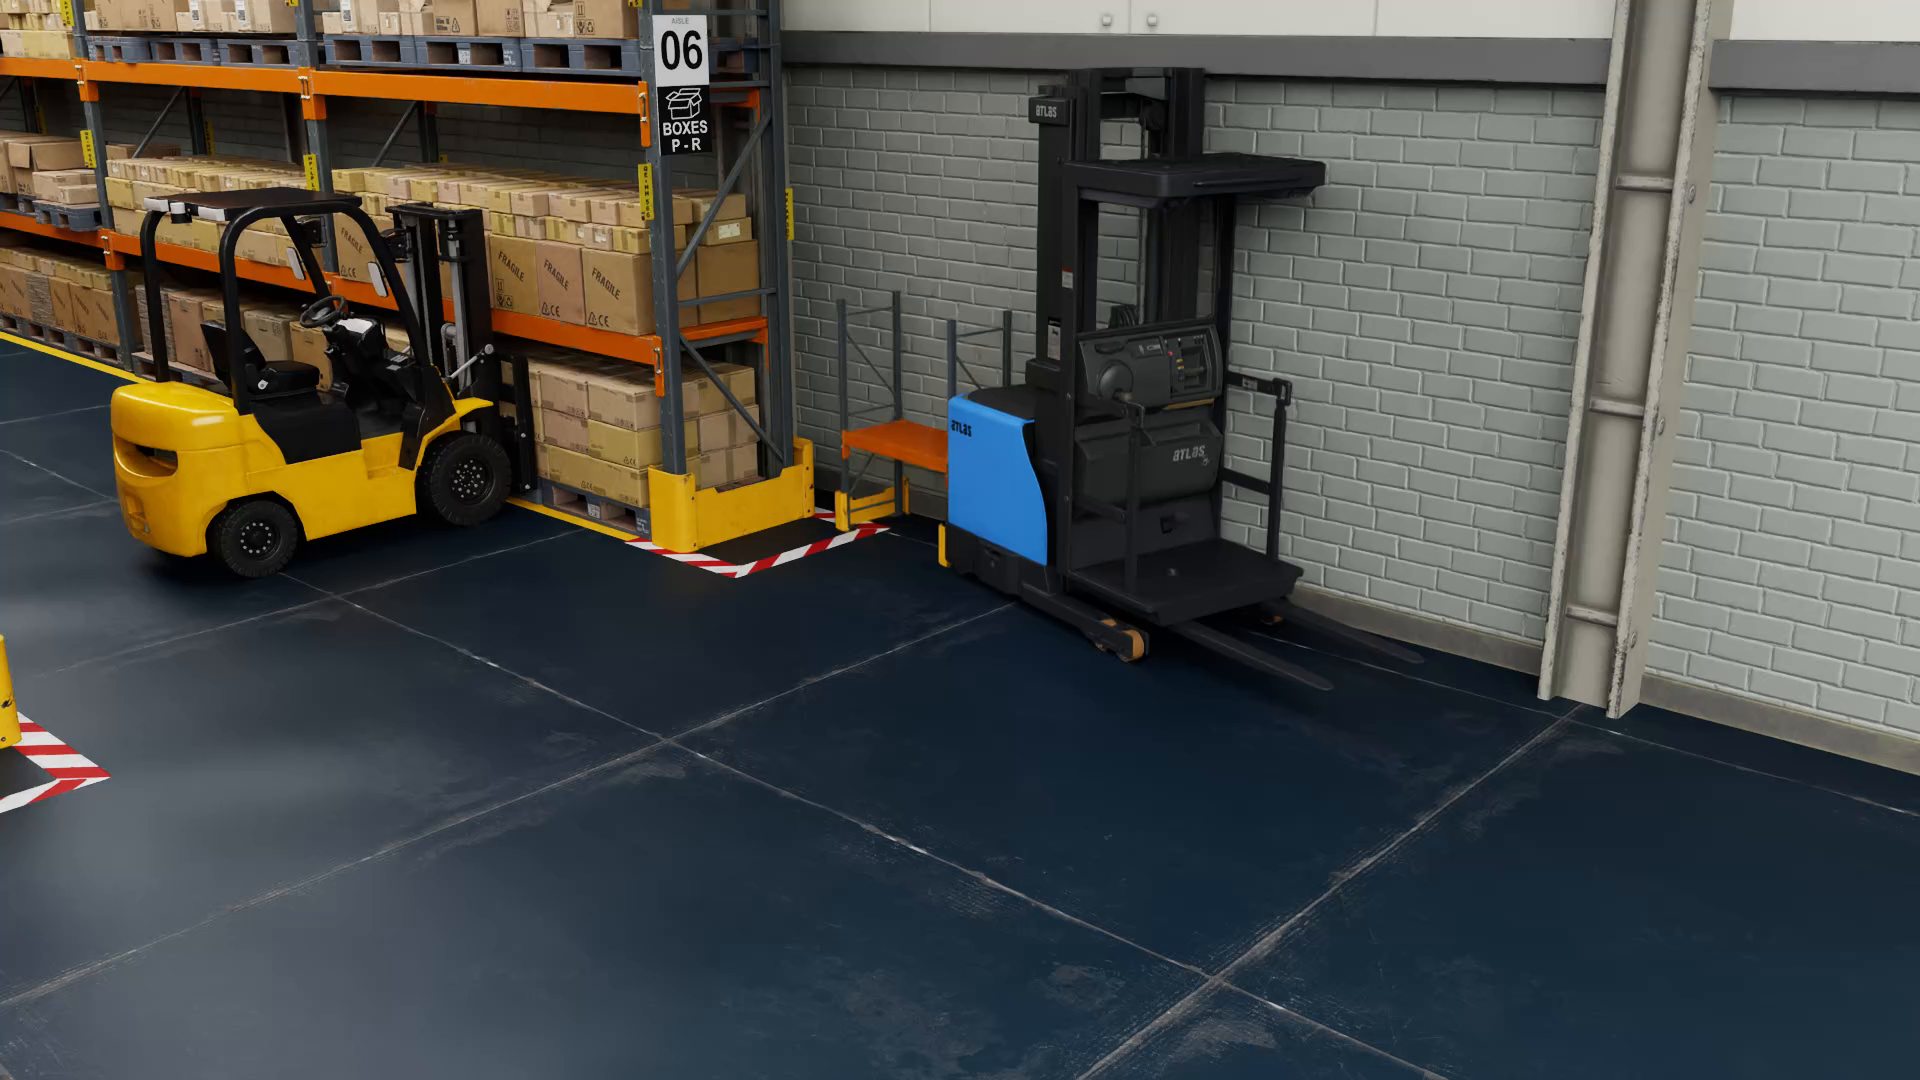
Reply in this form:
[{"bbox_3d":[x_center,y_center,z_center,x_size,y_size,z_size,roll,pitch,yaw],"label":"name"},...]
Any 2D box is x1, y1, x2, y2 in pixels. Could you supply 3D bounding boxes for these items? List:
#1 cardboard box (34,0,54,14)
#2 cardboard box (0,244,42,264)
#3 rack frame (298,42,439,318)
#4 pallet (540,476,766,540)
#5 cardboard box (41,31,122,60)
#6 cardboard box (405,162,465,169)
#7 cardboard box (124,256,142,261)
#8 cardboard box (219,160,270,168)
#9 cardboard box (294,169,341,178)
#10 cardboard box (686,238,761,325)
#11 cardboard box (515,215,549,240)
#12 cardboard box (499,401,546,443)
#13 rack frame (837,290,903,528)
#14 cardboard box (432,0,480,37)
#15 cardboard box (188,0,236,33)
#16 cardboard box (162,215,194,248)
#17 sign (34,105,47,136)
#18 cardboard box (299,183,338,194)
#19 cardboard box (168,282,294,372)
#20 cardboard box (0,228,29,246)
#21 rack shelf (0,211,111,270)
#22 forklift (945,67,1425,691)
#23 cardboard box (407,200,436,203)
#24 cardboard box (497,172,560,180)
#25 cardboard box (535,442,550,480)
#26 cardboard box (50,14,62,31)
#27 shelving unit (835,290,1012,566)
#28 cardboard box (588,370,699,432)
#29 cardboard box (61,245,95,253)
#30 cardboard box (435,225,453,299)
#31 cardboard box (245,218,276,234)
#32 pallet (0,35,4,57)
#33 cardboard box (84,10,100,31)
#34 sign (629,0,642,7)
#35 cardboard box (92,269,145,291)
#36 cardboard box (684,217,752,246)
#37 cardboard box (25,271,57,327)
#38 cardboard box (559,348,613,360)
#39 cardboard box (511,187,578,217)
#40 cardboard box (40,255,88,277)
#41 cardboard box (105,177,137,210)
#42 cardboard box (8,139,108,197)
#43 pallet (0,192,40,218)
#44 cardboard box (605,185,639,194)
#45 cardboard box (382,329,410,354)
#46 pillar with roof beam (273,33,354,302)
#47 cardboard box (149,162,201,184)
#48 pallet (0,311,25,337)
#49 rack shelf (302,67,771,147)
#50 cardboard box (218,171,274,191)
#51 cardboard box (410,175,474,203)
[{"bbox_3d":[-8.277,-4.929,15.321,0.250,0.149,0.380,14,22,37],"label":"cardboard box"},{"bbox_3d":[-9.907,-3.020,17.534,0.250,0.149,0.380,14,22,36],"label":"cardboard box"},{"bbox_3d":[-4.473,-2.315,12.947,0.127,3.000,1.000,15,23,39],"label":"rack frame"},{"bbox_3d":[-2.081,-0.327,11.292,1.213,0.211,1.003,15,23,39],"label":"pallet"},{"bbox_3d":[-8.010,-4.524,15.198,0.500,0.250,0.500,14,22,37],"label":"cardboard box"},{"bbox_3d":[-4.034,-2.818,12.802,0.250,0.149,0.380,15,23,39],"label":"cardboard box"},{"bbox_3d":[-8.210,-2.778,16.772,0.250,0.149,0.380,14,22,37],"label":"cardboard box"},{"bbox_3d":[-6.290,-3.259,14.683,0.250,0.149,0.380,15,23,39],"label":"cardboard box"},{"bbox_3d":[-5.320,-3.009,13.897,0.250,0.149,0.380,15,23,39],"label":"cardboard box"},{"bbox_3d":[-1.667,-1.722,10.912,0.500,0.500,0.500,16,24,41],"label":"cardboard box"},{"bbox_3d":[-2.700,-2.081,10.971,0.250,0.149,0.380,14,22,38],"label":"cardboard box"},{"bbox_3d":[-2.821,-0.869,11.415,0.500,0.250,0.500,14,23,38],"label":"cardboard box"},{"bbox_3d":[-0.577,-0.842,10.787,0.500,1.500,0.032,-16,24,-41],"label":"rack frame"},{"bbox_3d":[-3.086,-3.627,11.091,0.637,0.503,0.797,16,24,41],"label":"cardboard box"},{"bbox_3d":[-5.750,-4.194,13.198,0.500,0.311,0.500,14,22,37],"label":"cardboard box"},{"bbox_3d":[-6.532,-2.698,14.403,0.500,0.250,0.500,14,22,38],"label":"cardboard box"},{"bbox_3d":[-10.091,-4.599,18.231,0.005,0.325,0.100,15,23,39],"label":"sign"},{"bbox_3d":[-4.876,-2.690,12.891,0.250,0.149,0.380,16,24,41],"label":"cardboard box"},{"bbox_3d":[-6.513,-1.928,14.961,0.625,0.625,0.875,16,24,41],"label":"cardboard box"},{"bbox_3d":[-10.139,-3.207,17.633,0.250,0.149,0.380,14,22,37],"label":"cardboard box"},{"bbox_3d":[-8.961,-3.177,16.852,4.000,0.370,1.077,15,23,39],"label":"rack shelf"},{"bbox_3d":[1.142,-0.929,8.693,1.130,2.935,3.031,-11,21,-32],"label":"forklift"},{"bbox_3d":[-3.671,-2.331,11.761,0.250,0.149,0.380,15,23,39],"label":"cardboard box"},{"bbox_3d":[-3.097,-2.553,11.969,0.250,0.149,0.380,15,23,39],"label":"cardboard box"},{"bbox_3d":[-2.776,-0.629,11.485,0.500,0.250,0.500,15,23,40],"label":"cardboard box"},{"bbox_3d":[-8.071,-4.739,15.217,0.250,0.149,0.380,14,23,38],"label":"cardboard box"},{"bbox_3d":[-0.236,-0.732,10.439,0.587,1.500,1.083,-16,24,-41],"label":"shelving unit"},{"bbox_3d":[-2.033,-0.900,10.686,0.500,0.250,0.500,16,24,41],"label":"cardboard box"},{"bbox_3d":[-9.223,-3.019,17.531,0.250,0.149,0.380,16,24,41],"label":"cardboard box"},{"bbox_3d":[-3.534,-2.012,11.827,0.500,0.500,0.500,15,23,39],"label":"cardboard box"},{"bbox_3d":[-5.400,-2.624,13.343,0.500,0.250,0.500,14,23,38],"label":"cardboard box"},{"bbox_3d":[-9.238,-4.907,16.466,1.003,0.211,1.213,15,23,39],"label":"pallet"},{"bbox_3d":[-7.406,-4.545,14.543,0.250,0.166,0.380,15,23,39],"label":"cardboard box"},{"bbox_3d":[-1.852,-3.206,9.462,0.005,0.325,0.100,15,23,39],"label":"sign"},{"bbox_3d":[-8.002,-2.478,15.826,0.250,0.149,0.380,14,22,37],"label":"cardboard box"},{"bbox_3d":[-1.563,-1.995,10.702,0.250,0.149,0.380,14,23,38],"label":"cardboard box"},{"bbox_3d":[-9.085,-2.470,16.875,0.500,0.500,0.500,14,22,37],"label":"cardboard box"},{"bbox_3d":[-2.458,-1.219,11.694,0.500,0.250,0.500,15,23,39],"label":"cardboard box"},{"bbox_3d":[-2.713,-2.217,10.911,0.250,0.149,0.380,16,23,41],"label":"cardboard box"},{"bbox_3d":[-8.975,-2.750,16.685,0.250,0.149,0.380,14,22,37],"label":"cardboard box"},{"bbox_3d":[-7.312,-3.135,14.952,0.500,0.250,0.500,15,23,39],"label":"cardboard box"},{"bbox_3d":[-8.808,-3.653,16.299,0.637,0.503,0.797,14,23,38],"label":"cardboard box"},{"bbox_3d":[-8.922,-3.416,16.734,1.213,0.211,1.003,15,23,39],"label":"pallet"},{"bbox_3d":[-2.146,-2.289,11.136,0.250,0.149,0.380,15,23,40],"label":"cardboard box"},{"bbox_3d":[-3.944,-1.408,12.287,0.500,0.250,0.500,15,23,39],"label":"cardboard box"},{"bbox_3d":[-8.749,-4.946,11.319,0.400,9.000,9.100,15,23,39],"label":"pillar with roof beam"},{"bbox_3d":[-6.808,-3.195,14.484,0.250,0.149,0.380,15,23,40],"label":"cardboard box"},{"bbox_3d":[-9.823,-2.437,17.942,1.213,0.211,1.003,15,23,39],"label":"pallet"},{"bbox_3d":[-2.977,-3.000,11.336,4.000,0.370,1.077,15,23,39],"label":"rack shelf"},{"bbox_3d":[-5.851,-2.940,13.679,0.250,0.149,0.380,15,23,40],"label":"cardboard box"},{"bbox_3d":[-3.643,-2.480,11.738,0.250,0.149,0.380,15,23,38],"label":"cardboard box"}]
